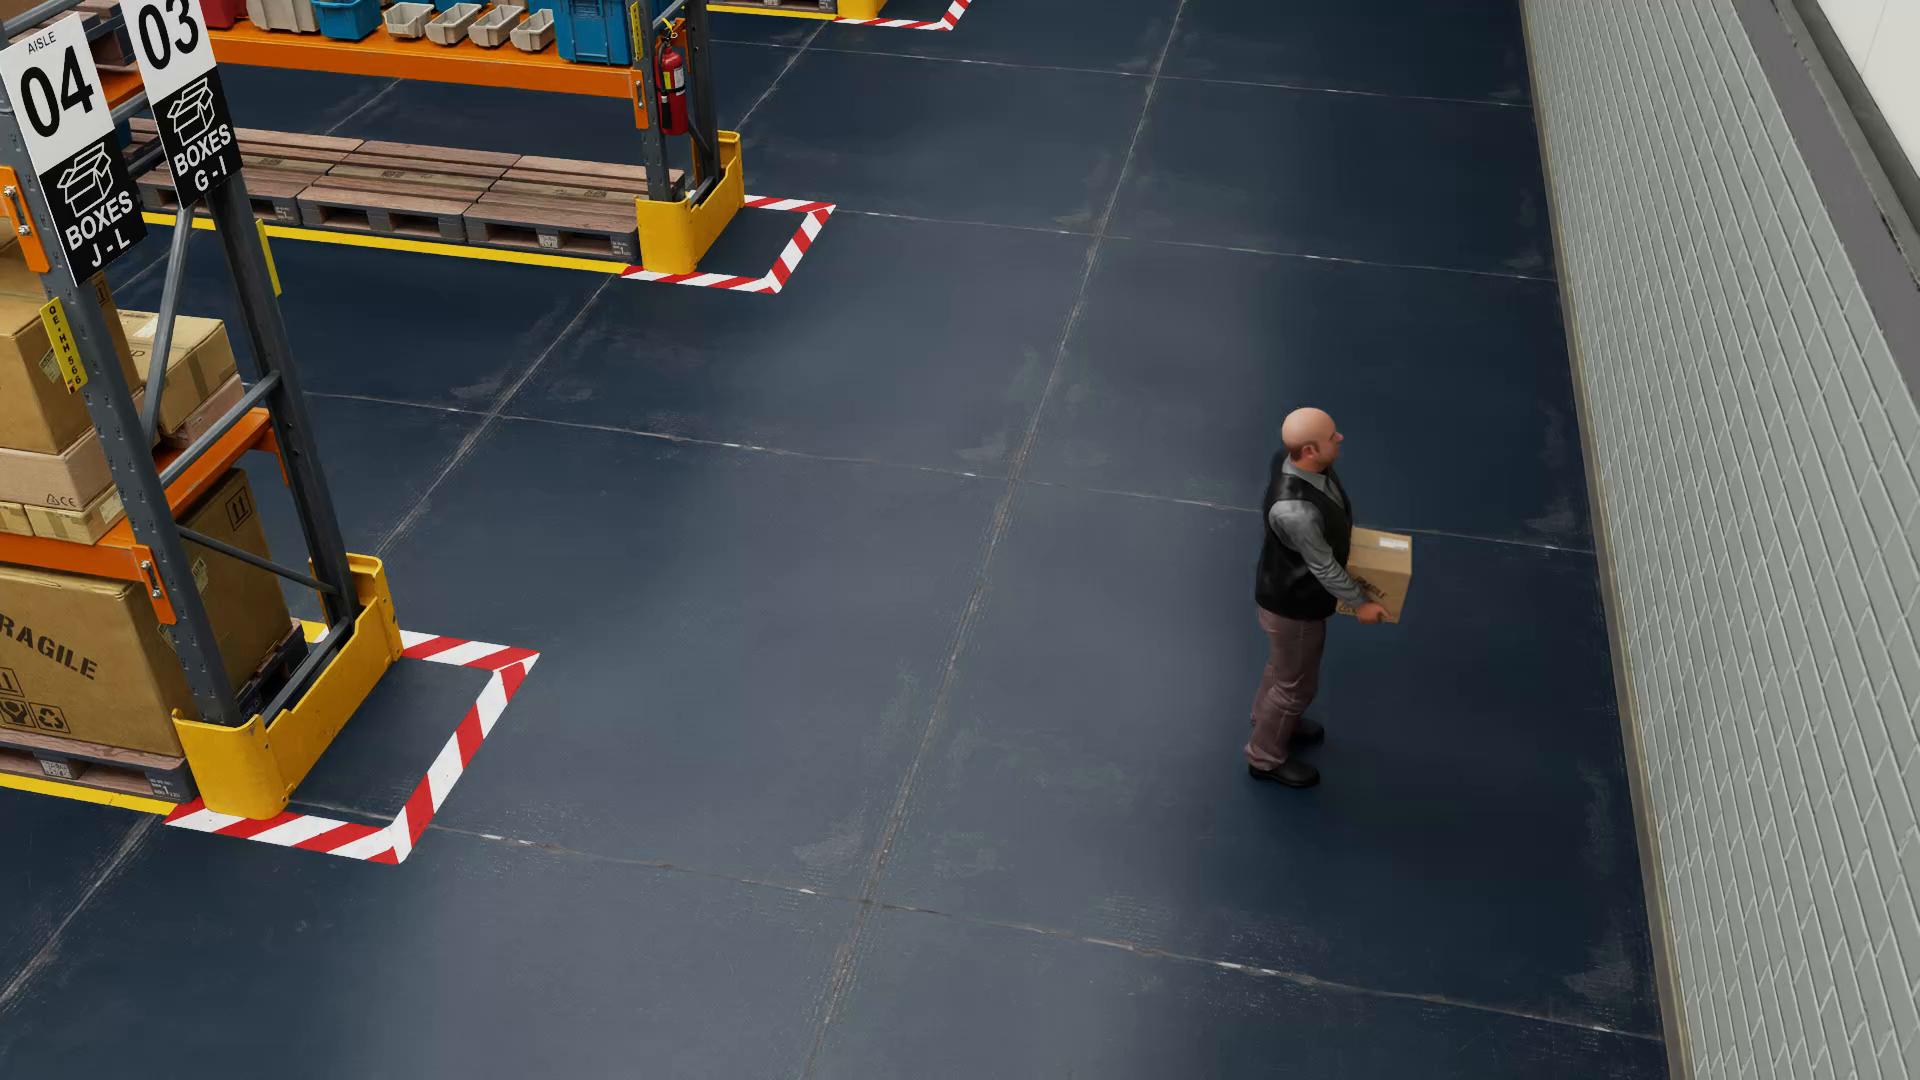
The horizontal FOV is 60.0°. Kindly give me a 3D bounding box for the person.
[{"bbox_3d":[1.451,0.235,6.669,0.550,1.719,0.499,8,37,10],"label":"person"}]
